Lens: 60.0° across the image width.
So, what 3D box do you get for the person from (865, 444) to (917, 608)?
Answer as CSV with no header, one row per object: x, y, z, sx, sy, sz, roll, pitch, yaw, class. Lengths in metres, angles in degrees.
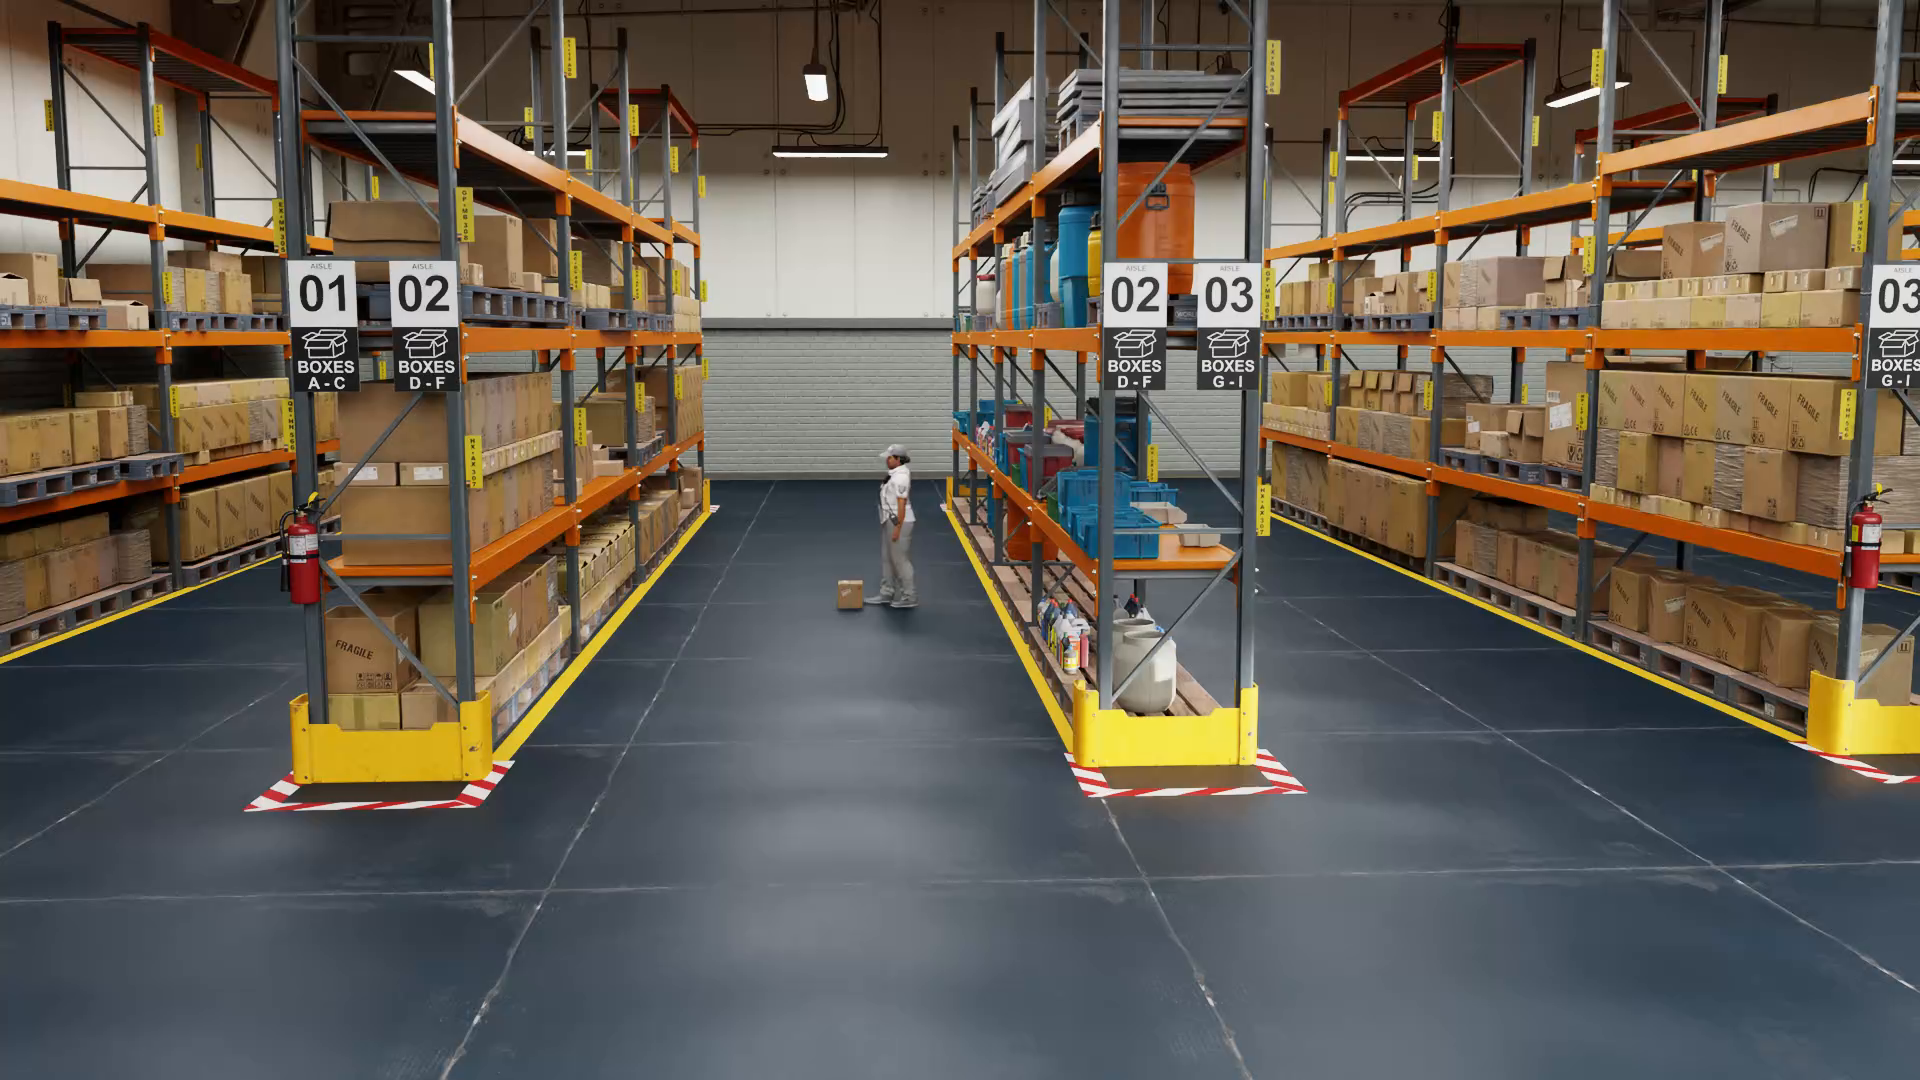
-0.712,-0.142,16.947,0.513,1.672,0.481,-1,7,-4,person
